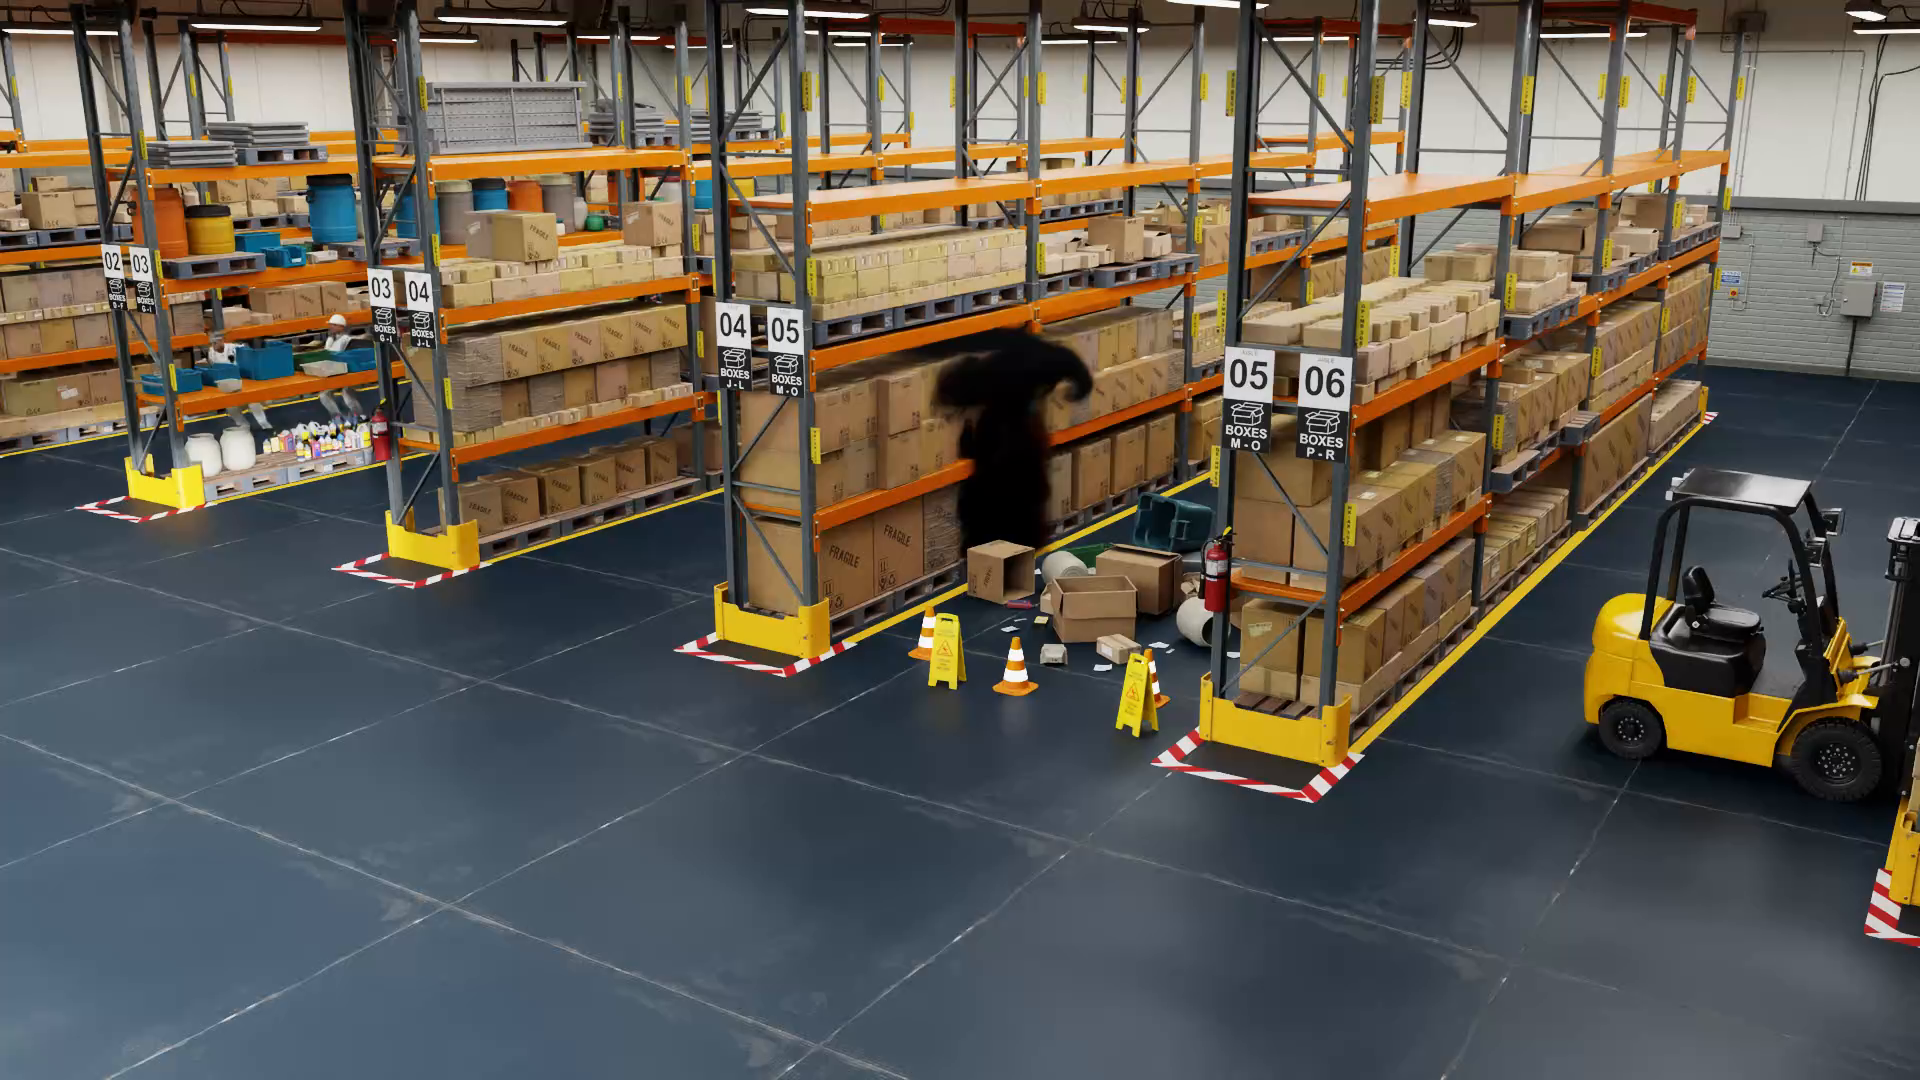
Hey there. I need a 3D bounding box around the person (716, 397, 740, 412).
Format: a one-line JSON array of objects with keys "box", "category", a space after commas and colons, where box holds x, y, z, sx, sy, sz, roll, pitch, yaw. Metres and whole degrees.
[{"box": [-3.728, -2.867, 26.527, 0.486, 1.670, 0.802, 6, 17, 21], "category": "person"}]

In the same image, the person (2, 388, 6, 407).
[{"box": [-15.229, -2.606, 25.761, 0.687, 1.527, 0.613, 4, 16, 15], "category": "person"}]

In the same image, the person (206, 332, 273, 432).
[{"box": [-10.724, -2.347, 24.696, 0.693, 1.595, 0.892, -2, 16, -6], "category": "person"}]

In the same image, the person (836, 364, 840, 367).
[{"box": [-1.289, -1.747, 21.274, 0.691, 1.715, 0.744, 4, 16, 16], "category": "person"}]

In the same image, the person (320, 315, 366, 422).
[{"box": [-9.240, -2.453, 24.750, 0.651, 1.801, 0.725, 8, 18, 27], "category": "person"}]
